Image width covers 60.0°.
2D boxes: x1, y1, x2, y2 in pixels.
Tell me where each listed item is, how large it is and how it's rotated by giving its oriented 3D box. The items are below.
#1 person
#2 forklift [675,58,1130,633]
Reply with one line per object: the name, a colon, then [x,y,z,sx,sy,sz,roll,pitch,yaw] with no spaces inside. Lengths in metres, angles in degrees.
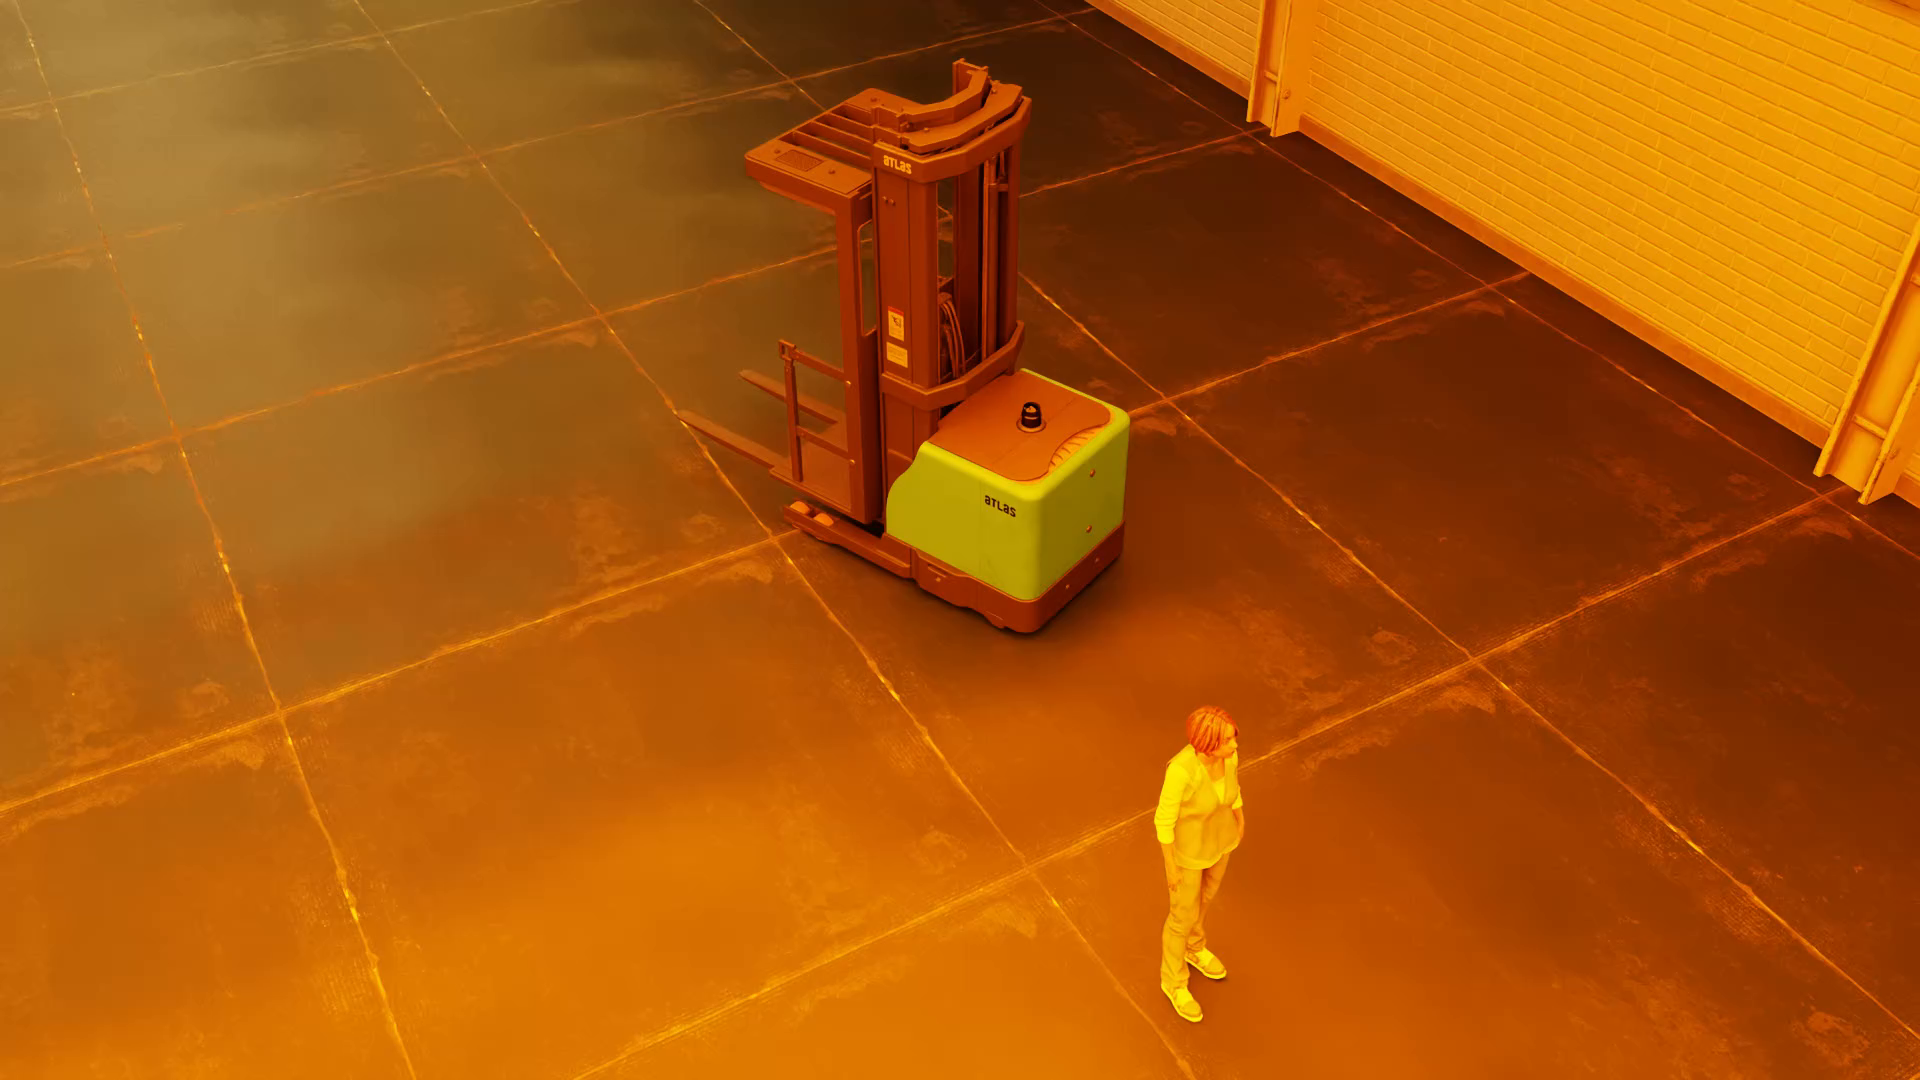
person: [1.113,1.406,7.377,0.514,1.600,0.468,-29,48,-30]
forklift: [-0.481,-1.366,9.683,3.031,2.935,1.130,26,46,28]
